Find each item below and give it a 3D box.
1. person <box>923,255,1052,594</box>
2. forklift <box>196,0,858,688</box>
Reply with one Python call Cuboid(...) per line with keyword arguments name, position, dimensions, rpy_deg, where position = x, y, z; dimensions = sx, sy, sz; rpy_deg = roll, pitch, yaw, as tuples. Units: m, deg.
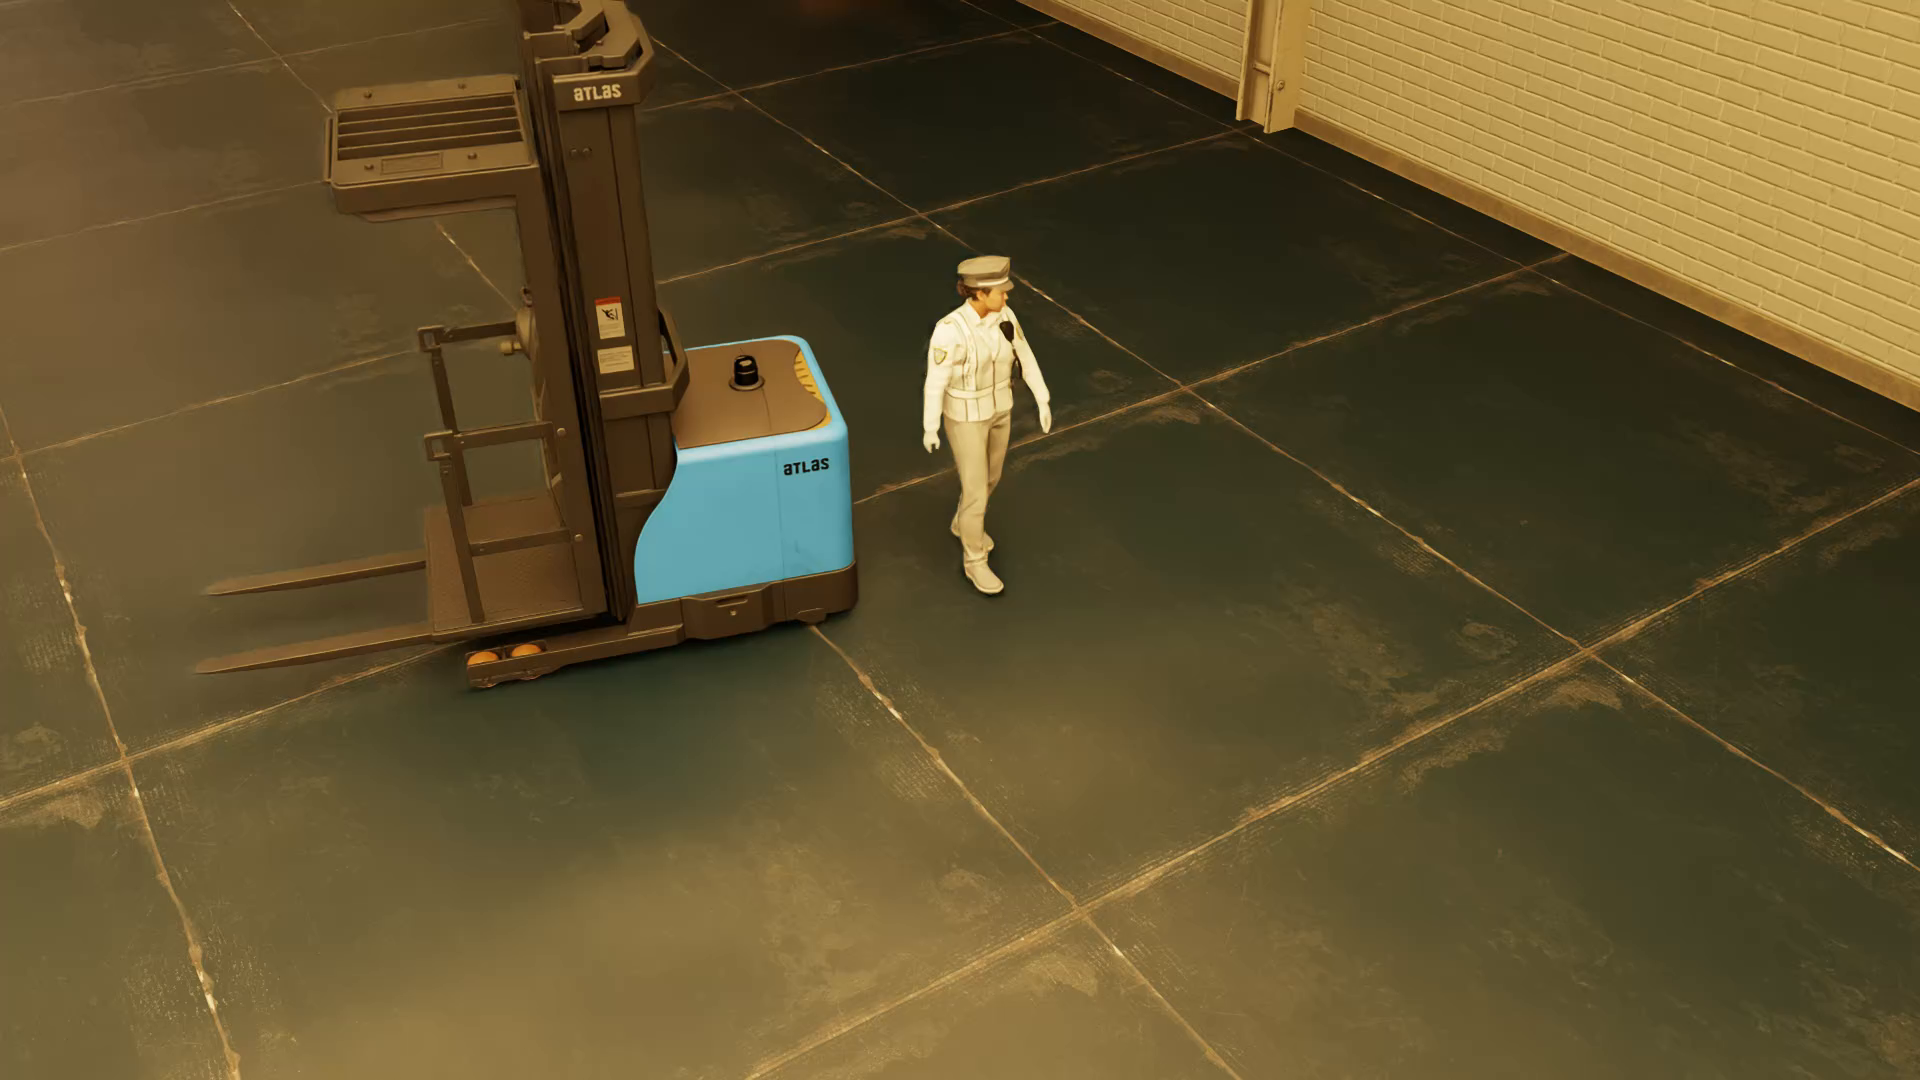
Cuboid(name="person", position=(0.144, -0.586, 8.107), dimensions=(0.615, 1.643, 0.609), rpy_deg=(-27, 43, -33))
Cuboid(name="forklift", position=(-2.074, -0.853, 7.362), dimensions=(3.031, 2.935, 1.130), rpy_deg=(-10, 36, -13))
